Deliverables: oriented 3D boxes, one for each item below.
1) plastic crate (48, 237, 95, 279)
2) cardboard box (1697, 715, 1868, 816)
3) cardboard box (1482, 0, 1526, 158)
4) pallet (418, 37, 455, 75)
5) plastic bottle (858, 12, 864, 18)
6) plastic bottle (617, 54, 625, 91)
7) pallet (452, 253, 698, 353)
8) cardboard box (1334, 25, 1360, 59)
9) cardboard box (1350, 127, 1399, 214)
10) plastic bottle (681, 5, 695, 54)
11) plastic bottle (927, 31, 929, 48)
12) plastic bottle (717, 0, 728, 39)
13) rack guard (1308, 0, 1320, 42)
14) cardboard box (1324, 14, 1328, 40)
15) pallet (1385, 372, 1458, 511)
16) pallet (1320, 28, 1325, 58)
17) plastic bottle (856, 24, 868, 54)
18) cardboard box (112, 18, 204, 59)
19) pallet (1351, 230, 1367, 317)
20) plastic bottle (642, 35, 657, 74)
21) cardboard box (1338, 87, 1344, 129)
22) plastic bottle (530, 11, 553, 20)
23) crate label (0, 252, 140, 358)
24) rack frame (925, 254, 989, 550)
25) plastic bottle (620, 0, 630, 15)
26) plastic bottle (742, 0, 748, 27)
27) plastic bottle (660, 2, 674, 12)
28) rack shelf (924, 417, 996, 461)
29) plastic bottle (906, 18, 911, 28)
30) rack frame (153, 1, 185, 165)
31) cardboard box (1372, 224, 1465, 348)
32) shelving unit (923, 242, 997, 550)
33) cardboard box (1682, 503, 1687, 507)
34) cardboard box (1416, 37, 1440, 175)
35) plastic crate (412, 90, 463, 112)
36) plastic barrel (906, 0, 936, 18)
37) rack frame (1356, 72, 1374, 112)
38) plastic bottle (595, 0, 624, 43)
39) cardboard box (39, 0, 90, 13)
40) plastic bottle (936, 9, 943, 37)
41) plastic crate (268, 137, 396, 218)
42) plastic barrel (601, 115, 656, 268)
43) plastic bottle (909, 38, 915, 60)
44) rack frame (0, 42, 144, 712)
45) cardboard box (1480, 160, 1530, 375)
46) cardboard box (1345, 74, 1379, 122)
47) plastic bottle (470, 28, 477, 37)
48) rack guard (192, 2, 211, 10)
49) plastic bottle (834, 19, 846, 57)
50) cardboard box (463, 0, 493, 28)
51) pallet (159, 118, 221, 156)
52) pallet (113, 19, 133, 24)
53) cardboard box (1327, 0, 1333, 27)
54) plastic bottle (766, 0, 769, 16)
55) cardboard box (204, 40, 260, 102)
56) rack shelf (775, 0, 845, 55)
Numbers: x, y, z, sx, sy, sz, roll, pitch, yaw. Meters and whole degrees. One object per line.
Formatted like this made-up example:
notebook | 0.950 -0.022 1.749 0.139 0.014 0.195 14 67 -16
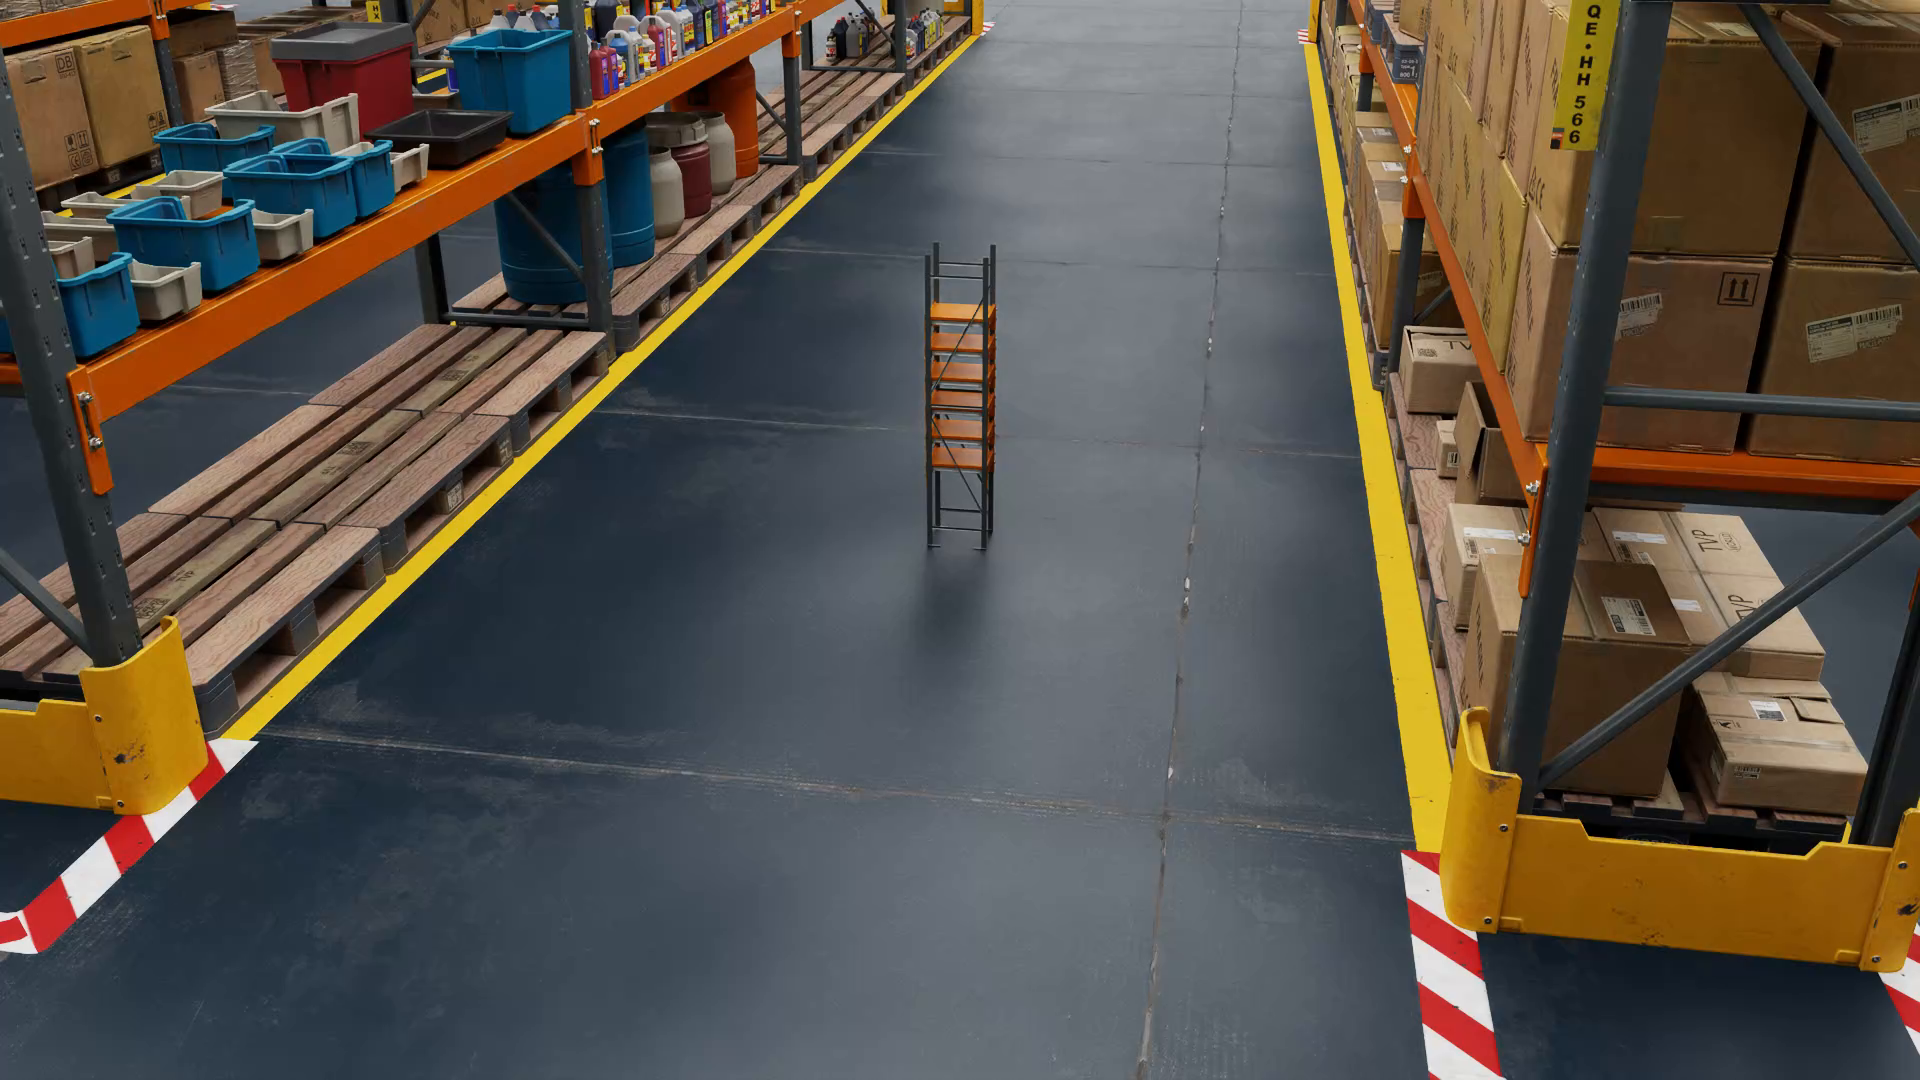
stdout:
plastic crate | -3.016 -0.912 5.400 0.396 0.136 0.243 4 25 9
cardboard box | 2.323 0.635 4.699 0.380 0.149 0.250 4 25 9
cardboard box | 1.879 -1.437 4.985 0.500 0.500 0.500 5 25 10
pallet | -5.821 -5.033 17.253 1.003 0.211 1.213 4 25 9
plastic bottle | -1.032 -5.384 17.413 0.097 0.271 0.097 0 25 0
plastic bottle | -1.814 -2.462 8.707 0.097 0.201 0.097 0 25 0
pallet | -2.150 -1.380 9.449 1.003 0.211 1.213 4 25 9
cardboard box | 3.563 -4.368 14.629 0.500 0.311 0.500 4 25 9
cardboard box | 2.786 -2.329 10.616 0.500 0.500 0.500 3 25 7
plastic bottle | -1.615 -3.004 9.781 0.097 0.271 0.097 0 25 0
plastic bottle | -0.368 -5.106 16.901 0.097 0.201 0.097 0 25 0
plastic bottle | -1.495 -3.267 10.328 0.061 0.283 0.133 4 25 9
rack guard | 4.534 -5.875 18.712 1.175 0.500 0.348 4 25 9
cardboard box | 4.063 -5.315 17.314 0.500 0.250 0.500 4 25 9
pallet | 2.456 -0.428 7.416 1.003 0.211 1.213 4 25 9
pallet | 4.446 -5.412 18.062 1.003 0.211 1.213 4 25 9
plastic bottle | -1.007 -5.005 16.597 0.152 0.276 0.135 4 25 9
cardboard box | -6.470 -4.028 13.363 0.500 0.250 0.500 5 26 11
pallet | 2.862 -1.570 9.855 1.003 0.211 1.213 4 25 9
plastic bottle | -1.728 -2.682 9.175 0.097 0.201 0.097 0 25 0
cardboard box | 3.315 -3.474 13.383 0.500 0.250 0.500 5 25 10
plastic bottle | -2.408 -2.874 9.499 0.152 0.276 0.135 4 25 9
crate label | -2.606 -0.682 4.796 0.416 0.233 0.303 4 25 9
rack frame | -0.013 -0.511 6.427 0.240 1.200 0.006 4 25 9
plastic bottle | -2.196 -3.452 10.820 0.097 0.201 0.097 0 25 0
plastic bottle | -1.431 -3.442 10.799 0.097 0.201 0.097 0 25 0
plastic bottle | -1.741 -3.054 9.889 0.097 0.271 0.097 0 25 0
rack shelf | 0.002 -0.401 6.578 0.258 0.103 0.180 4 25 9
plastic bottle | -0.518 -5.200 17.015 0.152 0.276 0.135 4 25 9
rack frame | -6.550 -4.339 12.482 1.000 3.000 0.127 4 25 9
cardboard box | 2.367 -1.272 8.359 0.500 0.500 0.500 4 25 8
shelving unit | 0.002 -0.549 6.509 0.258 1.200 0.189 4 25 9
cardboard box | 2.633 -0.388 6.694 0.500 0.311 0.500 4 25 9
cardboard box | 2.217 -1.829 7.002 0.500 0.500 0.500 5 25 10
plastic crate | -2.534 -2.046 7.824 0.396 0.136 0.243 4 25 9
plastic barrel | -0.470 -5.915 18.288 0.421 0.512 0.421 0 25 0
rack frame | 3.223 -3.651 11.013 1.000 3.000 0.127 4 25 9
plastic bottle | -2.138 -3.214 10.137 0.144 0.351 0.185 4 25 9
cardboard box | -6.473 -3.953 11.539 0.500 0.500 0.500 4 25 8
plastic bottle | -0.225 -5.462 17.567 0.061 0.283 0.133 5 25 10
plastic crate | -2.342 -1.358 6.240 0.416 0.233 0.300 4 25 9
plastic barrel | -2.096 -2.086 9.647 0.600 0.901 0.708 4 25 9
plastic bottle | -0.492 -4.789 16.225 0.097 0.201 0.097 0 25 0
rack frame | -2.971 -0.650 4.601 1.000 3.000 0.127 4 25 9
cardboard box | 1.801 -0.774 4.748 0.500 0.500 0.500 4 25 9
cardboard box | 3.144 -3.304 12.357 0.500 0.311 0.500 4 25 8
plastic bottle | -2.579 -2.558 8.813 0.061 0.283 0.133 4 25 9
rack guard | -10.115 -6.949 21.006 1.175 0.500 0.348 4 25 9
plastic bottle | -1.189 -4.958 16.410 0.144 0.351 0.185 3 25 7
cardboard box | -5.546 -5.970 18.420 0.500 0.500 0.500 6 26 13
pallet | -6.421 -3.403 13.771 1.003 0.211 1.213 4 25 9
pallet | -10.374 -5.960 19.233 1.003 0.211 1.213 4 25 9
cardboard box | 3.975 -5.446 16.710 0.500 0.500 0.500 4 25 9
plastic bottle | -1.346 -3.660 11.266 0.097 0.201 0.097 0 25 0
cardboard box | -6.382 -3.921 14.018 0.700 0.500 0.500 2 25 4
rack shelf | -1.337 -4.507 13.689 1.077 0.370 4.000 4 25 9
